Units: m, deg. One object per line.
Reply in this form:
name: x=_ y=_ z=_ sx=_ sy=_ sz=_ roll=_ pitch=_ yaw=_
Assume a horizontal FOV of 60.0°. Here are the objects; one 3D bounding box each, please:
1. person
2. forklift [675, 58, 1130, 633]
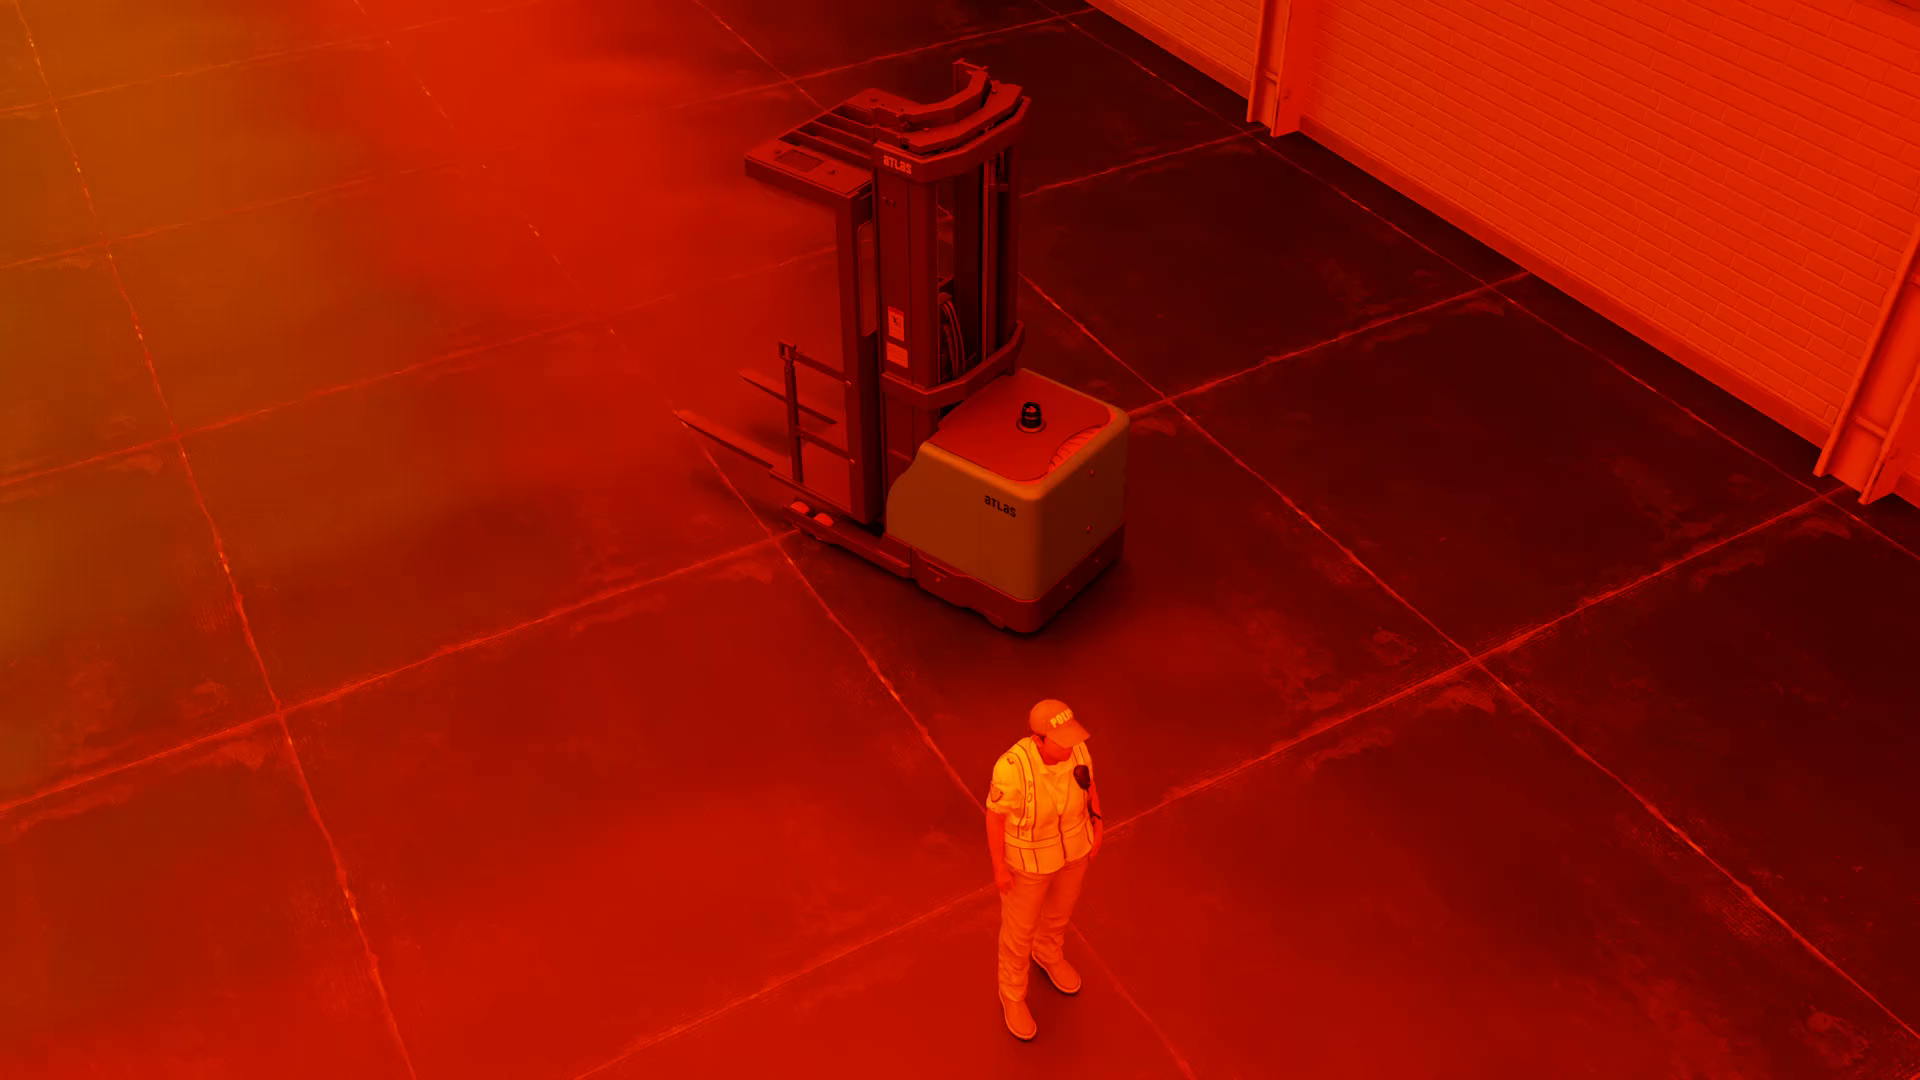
person: x=0.398 y=1.414 z=7.310 sx=0.599 sy=1.671 sz=0.529 roll=-20 pitch=44 yaw=-23
forklift: x=-0.481 y=-1.366 z=9.683 sx=3.031 sy=2.935 sz=1.130 roll=26 pitch=46 yaw=28
